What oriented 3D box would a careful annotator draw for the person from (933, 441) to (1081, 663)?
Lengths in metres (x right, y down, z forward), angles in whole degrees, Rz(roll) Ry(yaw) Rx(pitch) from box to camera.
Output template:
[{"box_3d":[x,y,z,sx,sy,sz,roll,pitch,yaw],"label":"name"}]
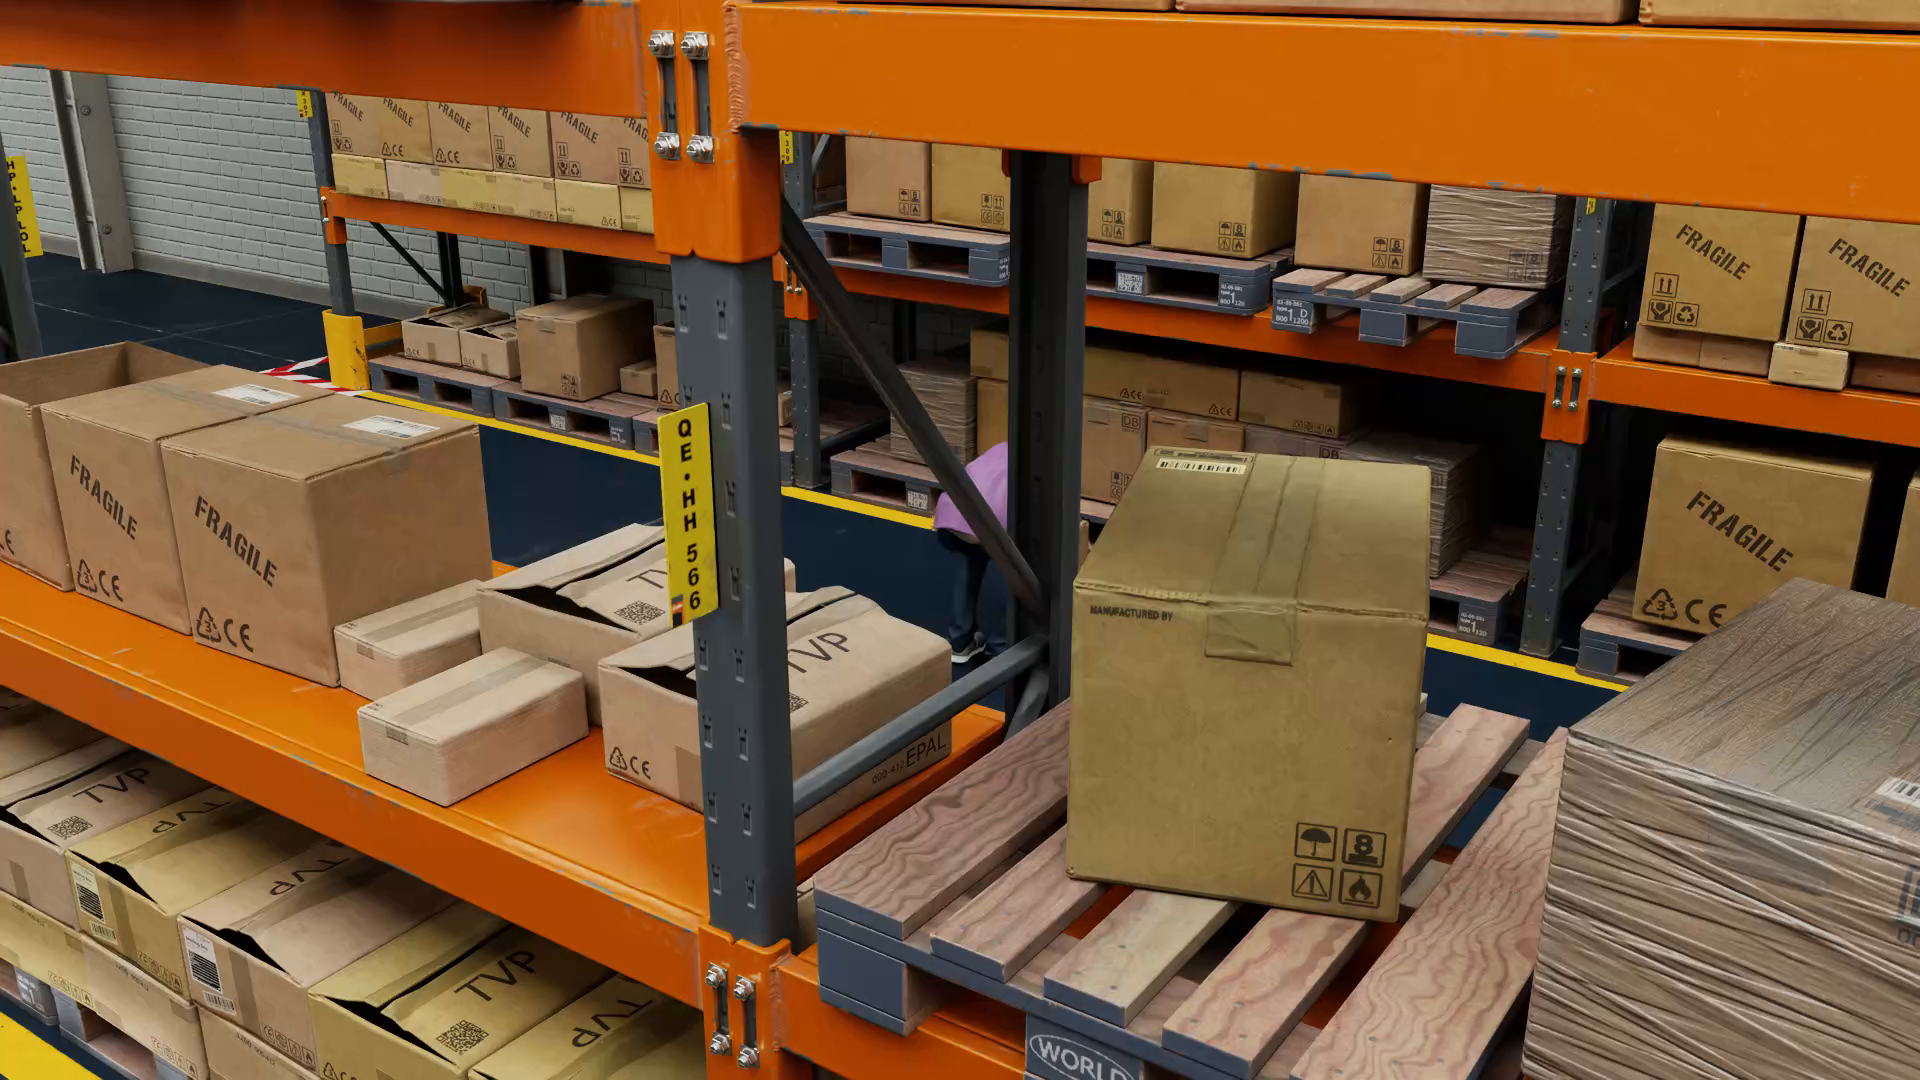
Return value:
[{"box_3d":[0.197,0.044,6.975,0.424,0.905,0.862,12,23,29],"label":"person"}]
